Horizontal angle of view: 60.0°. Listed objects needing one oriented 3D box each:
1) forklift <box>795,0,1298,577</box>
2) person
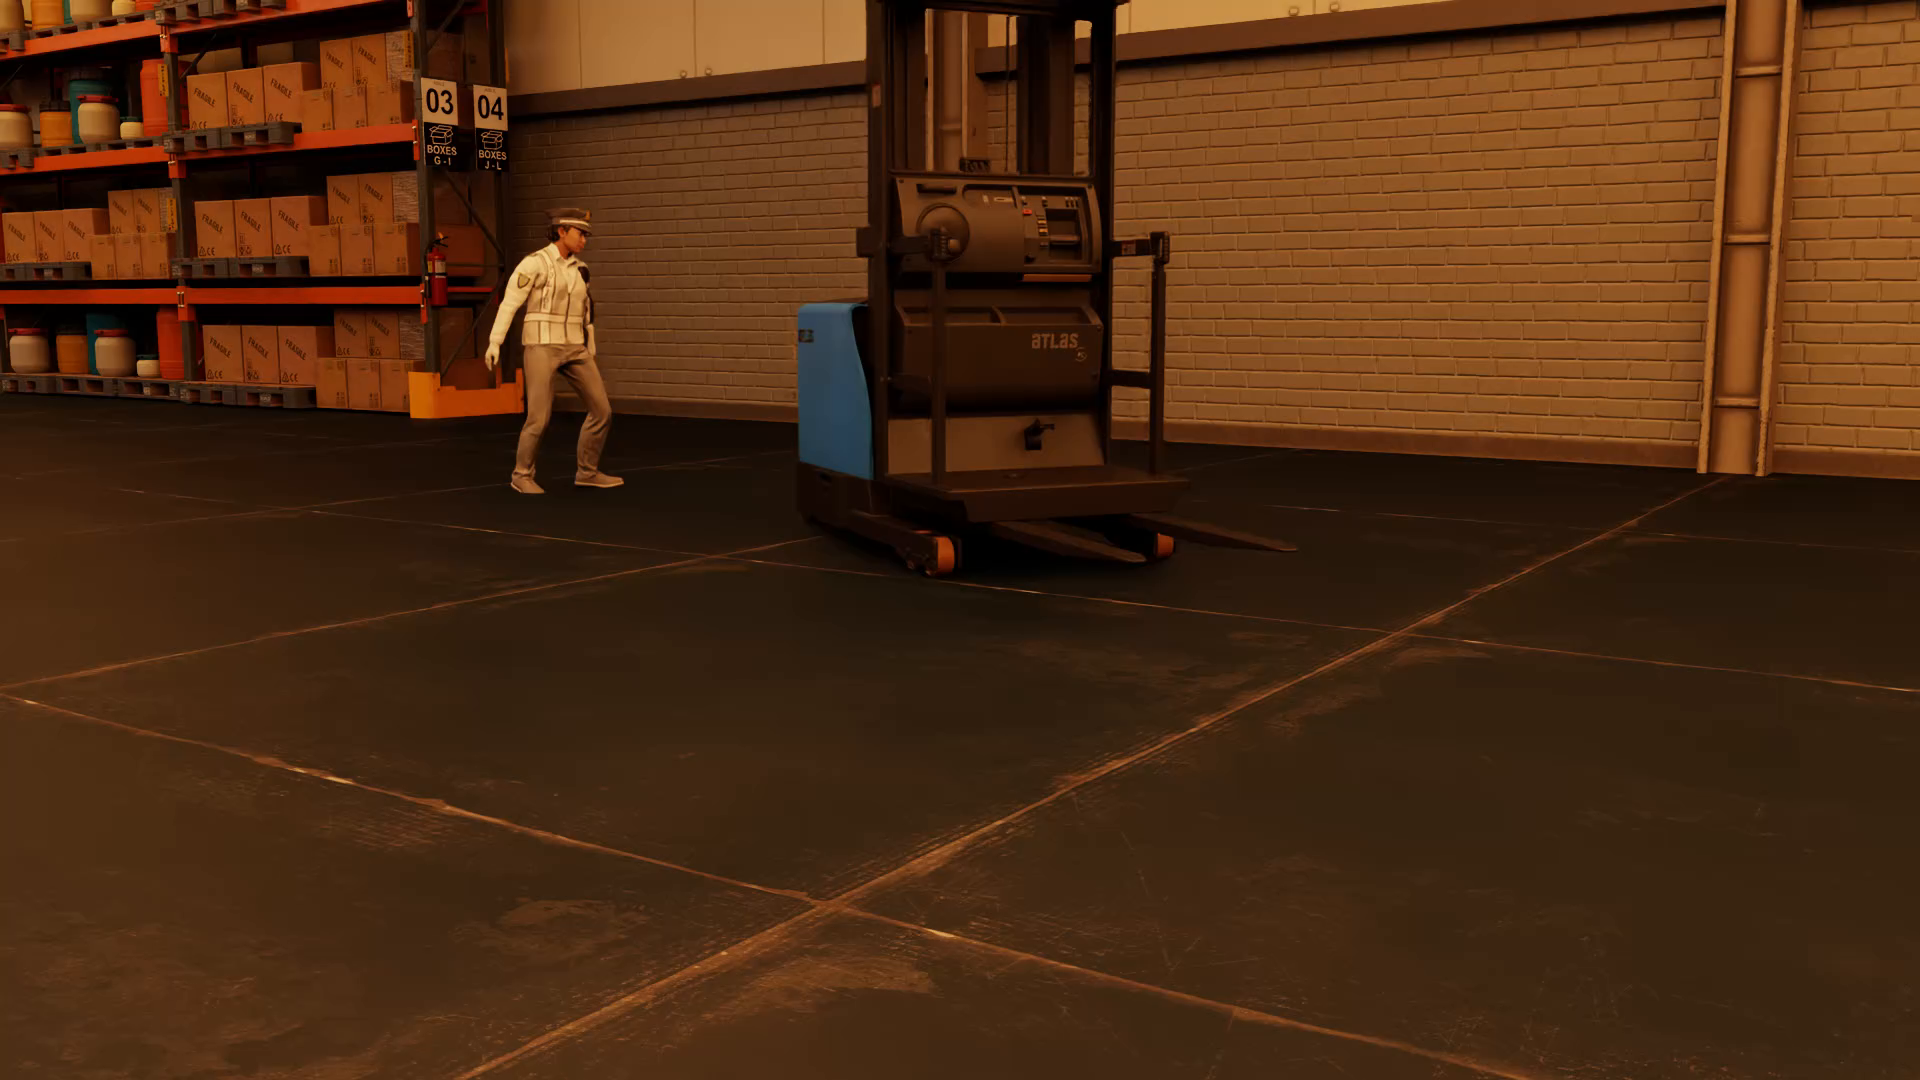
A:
[{"bbox_3d":[0.258,-1.373,6.847,1.130,2.935,3.031,-4,9,-24],"label":"forklift"},{"bbox_3d":[-2.331,-1.060,9.504,0.431,1.646,0.811,8,11,43],"label":"person"}]
